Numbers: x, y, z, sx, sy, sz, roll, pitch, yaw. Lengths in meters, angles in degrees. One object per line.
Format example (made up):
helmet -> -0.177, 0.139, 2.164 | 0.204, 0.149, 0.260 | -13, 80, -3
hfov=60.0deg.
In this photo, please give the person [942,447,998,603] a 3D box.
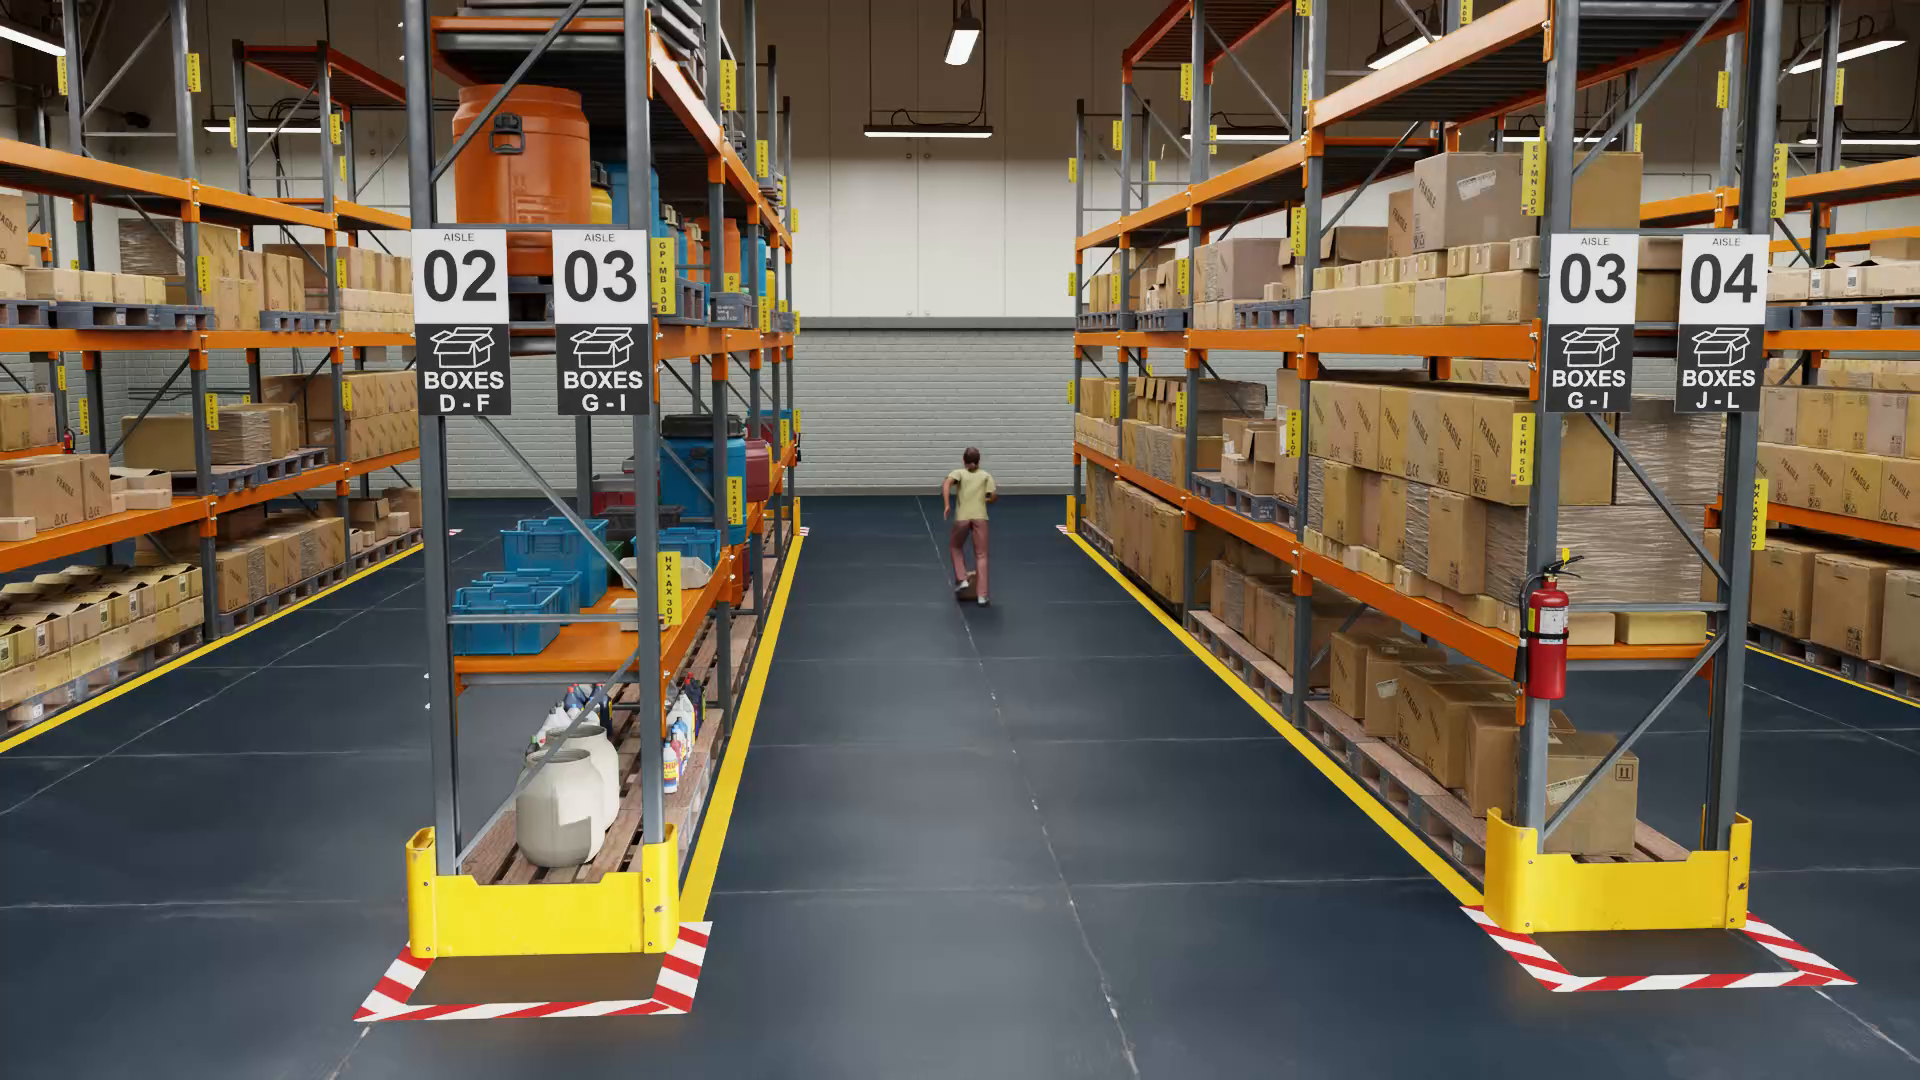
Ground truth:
person -> 0.106, -0.169, 17.407 | 0.577, 1.581, 0.861 | 0, 7, 1
